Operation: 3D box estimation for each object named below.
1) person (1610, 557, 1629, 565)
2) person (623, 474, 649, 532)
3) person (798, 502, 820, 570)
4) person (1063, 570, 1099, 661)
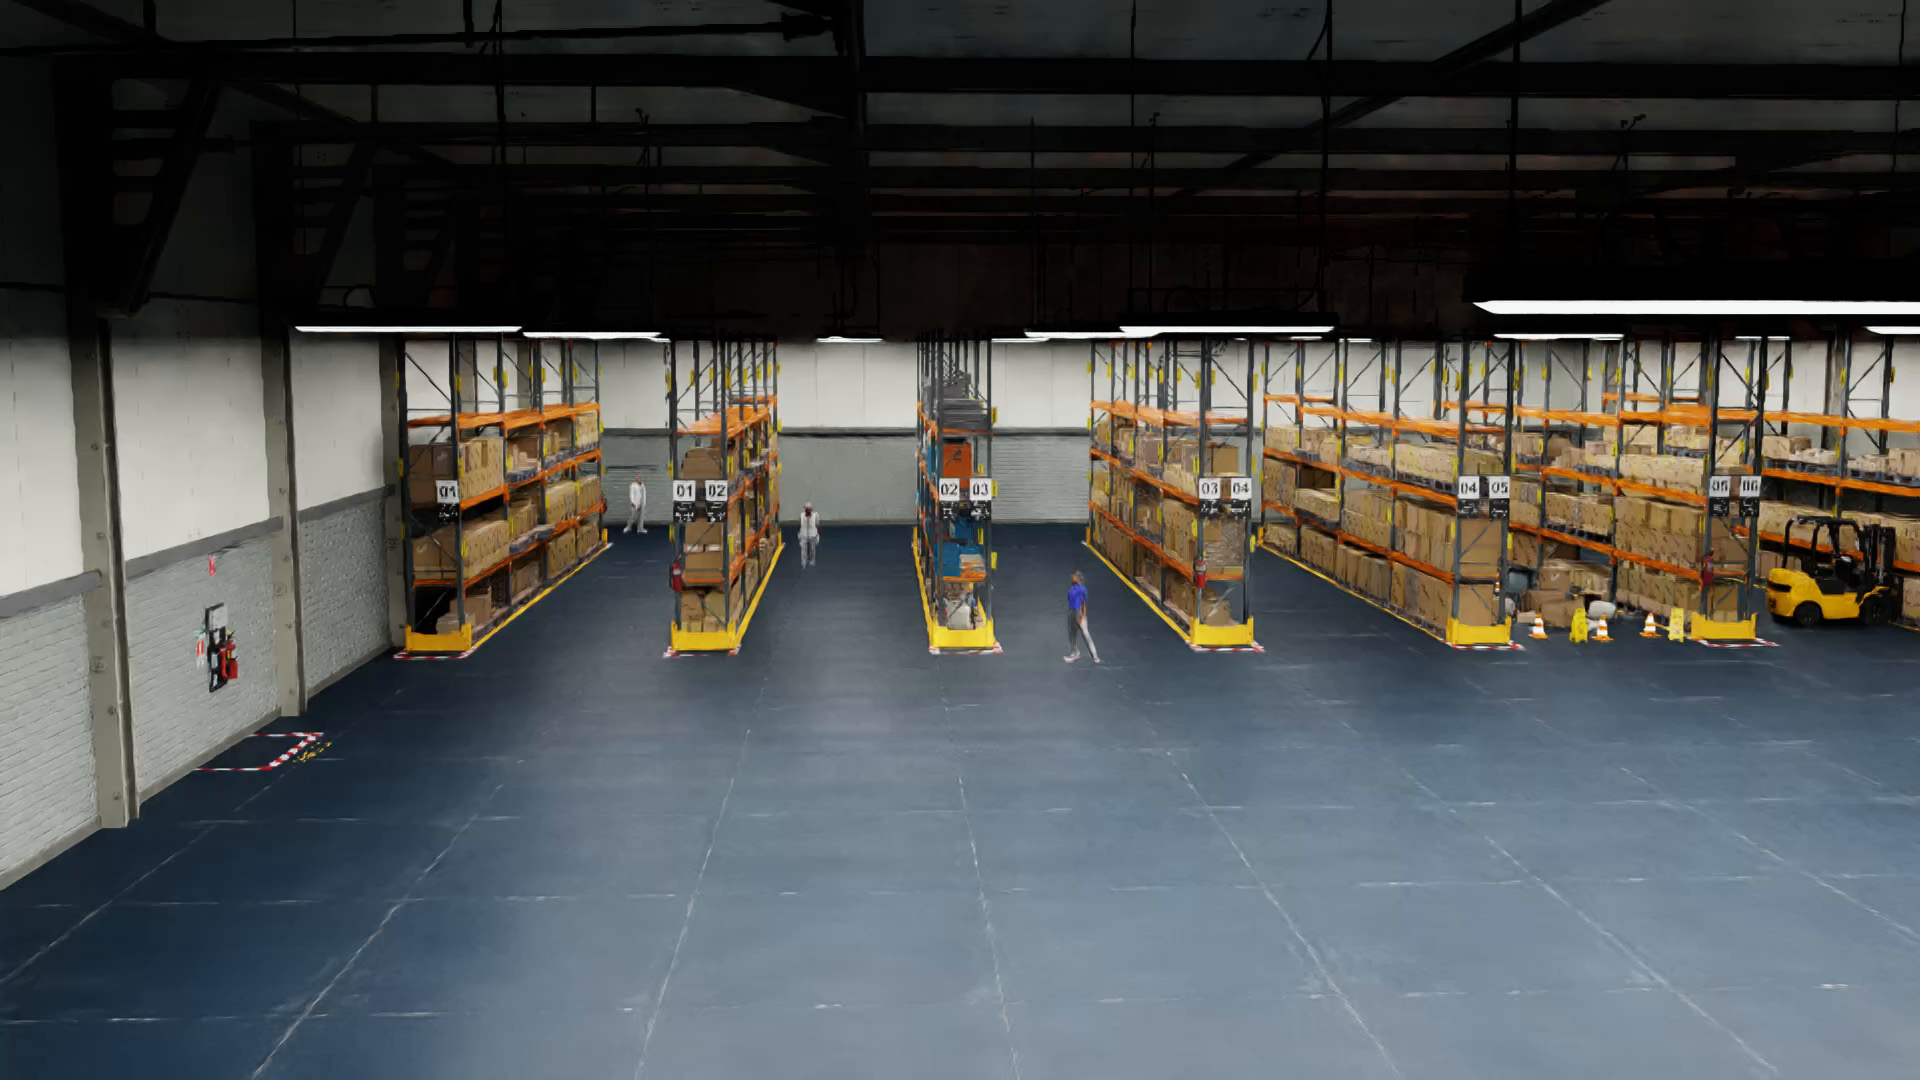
[{"bbox_3d":[17.065,-0.158,42.765,0.575,1.665,0.576,3,7,21],"label":"person"},{"bbox_3d":[-9.902,-1.116,50.605,0.516,1.773,0.769,6,9,42],"label":"person"},{"bbox_3d":[-3.849,-0.130,42.387,0.563,1.707,1.127,-1,7,-5],"label":"person"},{"bbox_3d":[2.208,1.372,30.071,0.494,1.650,0.663,-4,8,-33],"label":"person"}]
